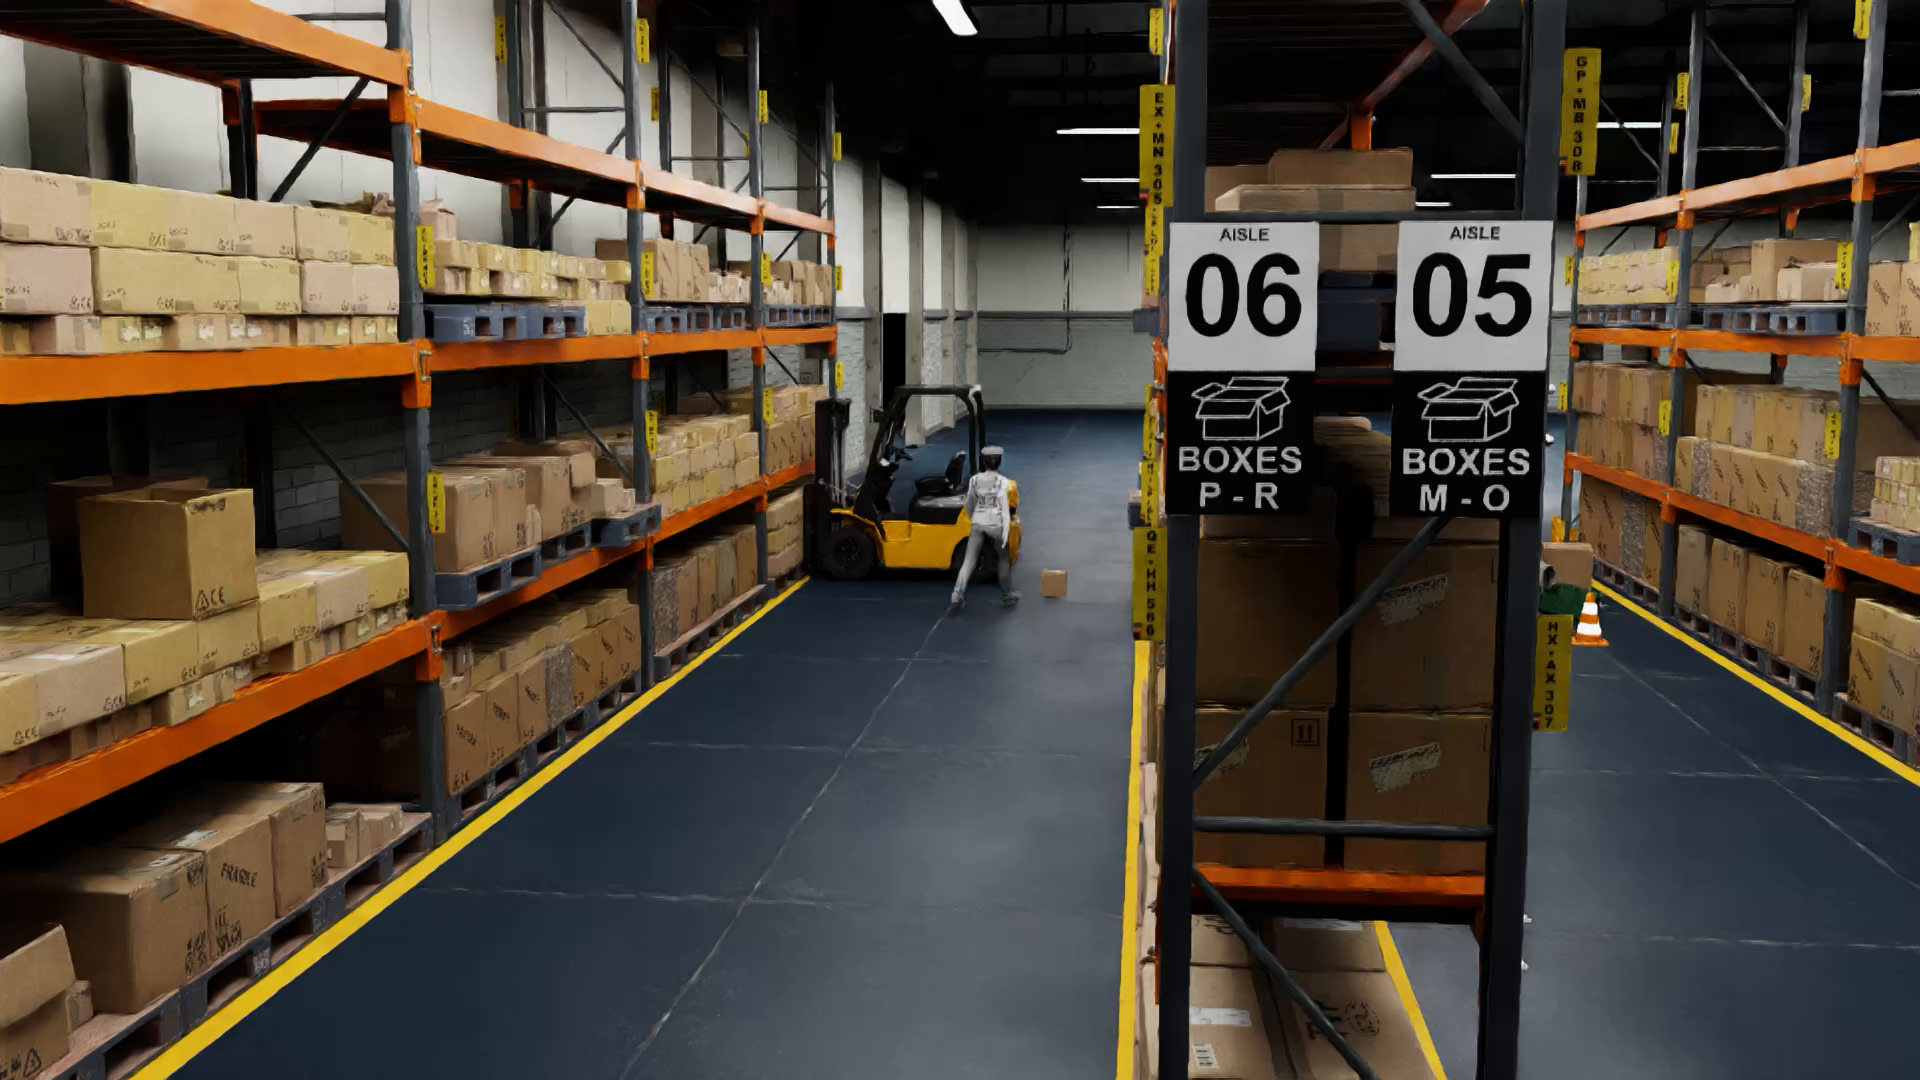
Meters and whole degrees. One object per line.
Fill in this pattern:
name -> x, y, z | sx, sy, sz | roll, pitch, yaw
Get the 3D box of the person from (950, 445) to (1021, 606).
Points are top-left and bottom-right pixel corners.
person -> 0.282, -0.133, 16.739 | 0.591, 1.634, 1.000 | 4, 9, 27
